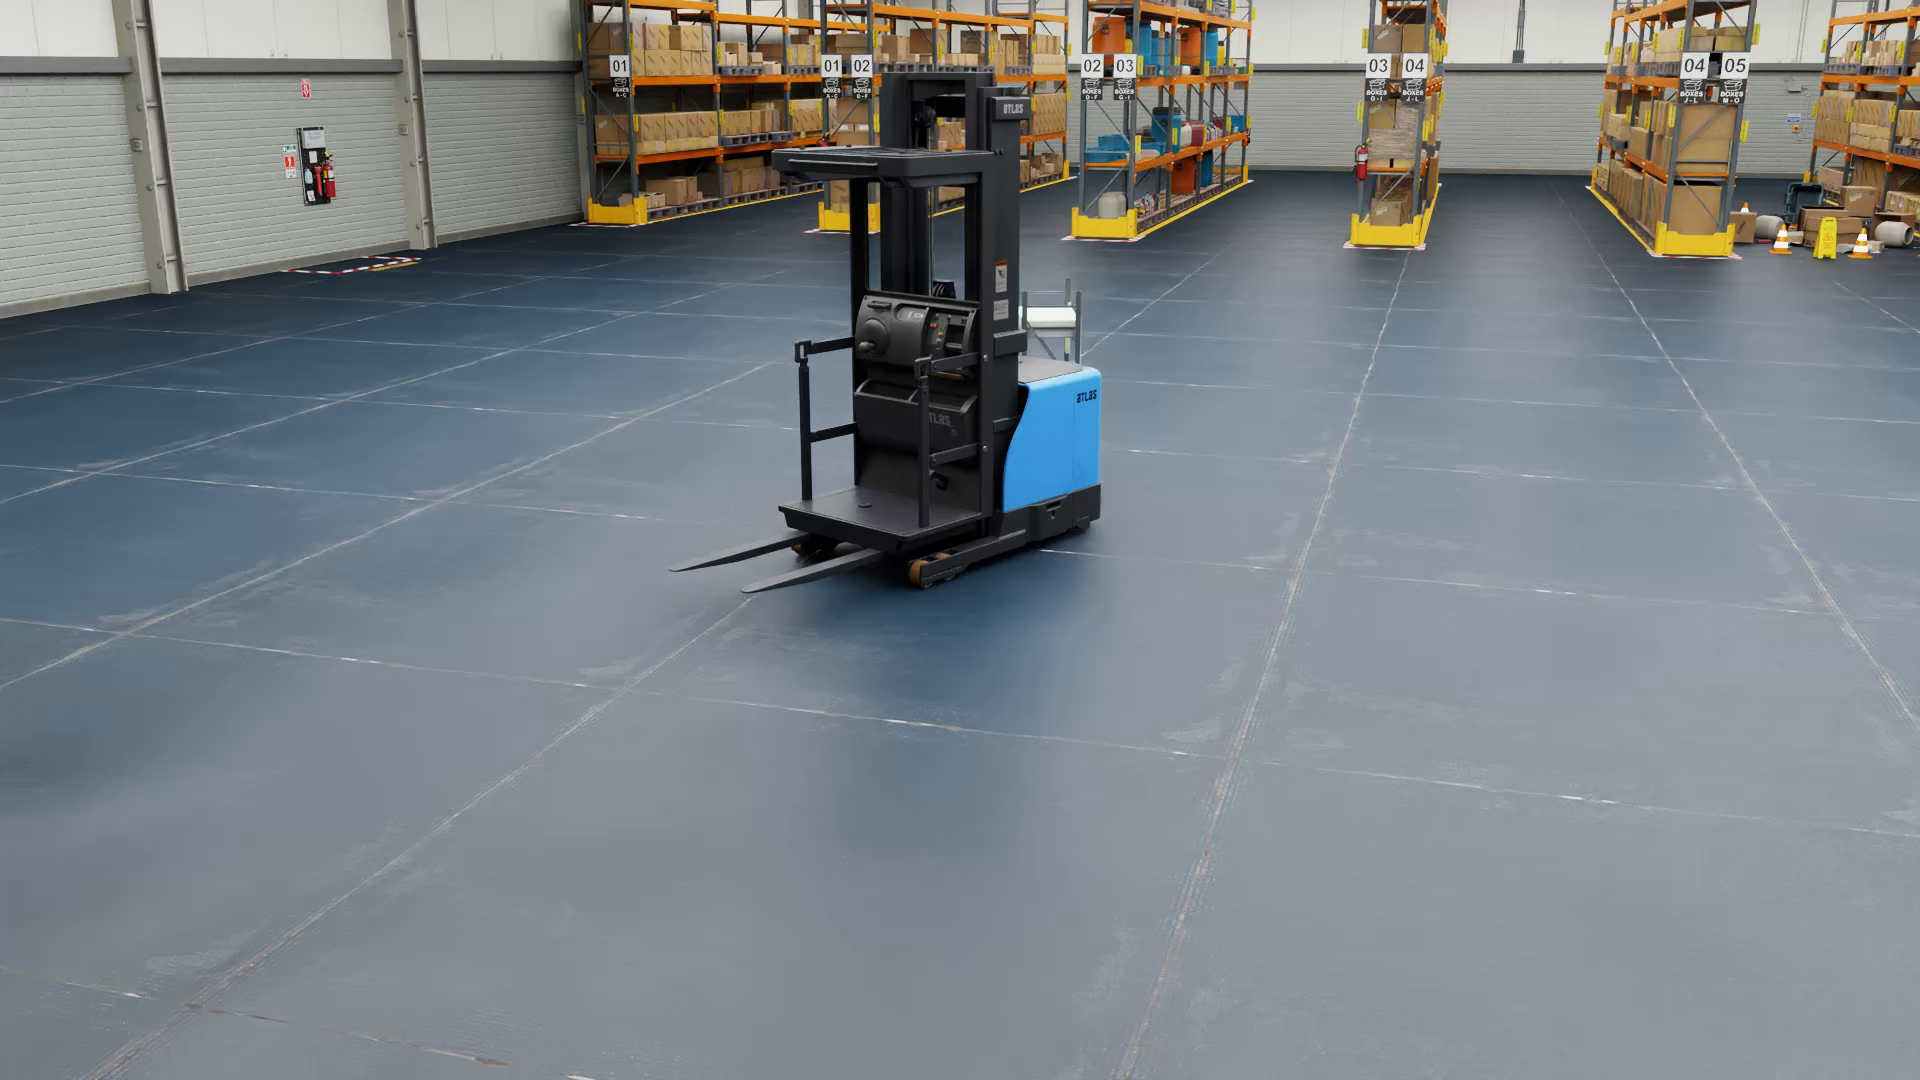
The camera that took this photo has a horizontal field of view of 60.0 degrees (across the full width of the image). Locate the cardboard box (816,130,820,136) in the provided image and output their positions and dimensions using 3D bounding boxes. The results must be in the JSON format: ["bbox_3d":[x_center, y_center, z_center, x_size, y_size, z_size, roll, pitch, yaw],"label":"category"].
[{"bbox_3d":[-3.744,-10.272,41.971,0.380,0.149,0.250,5,17,18],"label":"cardboard box"}]

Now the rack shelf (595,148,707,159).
[{"bbox_3d":[-6.272,-8.057,34.568,0.919,0.052,3.809,5,16,16],"label":"rack shelf"}]

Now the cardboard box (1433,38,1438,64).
[{"bbox_3d":[9.494,-10.016,34.050,0.500,0.500,0.500,5,17,17],"label":"cardboard box"}]

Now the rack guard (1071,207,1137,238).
[{"bbox_3d":[2.635,-5.804,30.377,1.175,0.500,0.348,5,16,16],"label":"rack guard"}]

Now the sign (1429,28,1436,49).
[{"bbox_3d":[7.927,-8.421,27.922,0.100,0.325,0.005,5,16,16],"label":"sign"}]

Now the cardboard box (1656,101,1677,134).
[{"bbox_3d":[12.802,-7.449,29.341,0.875,0.550,0.550,5,16,16],"label":"cardboard box"}]

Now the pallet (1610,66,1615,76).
[{"bbox_3d":[15.266,-10.527,37.294,1.213,0.211,1.003,5,16,16],"label":"pallet"}]

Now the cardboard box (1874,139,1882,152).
[{"bbox_3d":[19.207,-8.139,34.302,0.500,0.250,0.500,5,17,17],"label":"cardboard box"}]

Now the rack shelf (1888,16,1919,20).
[{"bbox_3d":[19.750,-10.864,34.428,0.831,0.071,3.687,5,16,16],"label":"rack shelf"}]

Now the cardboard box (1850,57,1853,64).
[{"bbox_3d":[19.585,-9.111,34.305,1.318,1.699,7.269,5,17,18],"label":"cardboard box"}]

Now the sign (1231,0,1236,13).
[{"bbox_3d":[6.595,-12.865,40.079,0.100,0.325,0.005,5,16,16],"label":"sign"}]

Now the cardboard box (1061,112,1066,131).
[{"bbox_3d":[2.591,-11.464,45.568,0.500,0.500,0.500,5,17,18],"label":"cardboard box"}]

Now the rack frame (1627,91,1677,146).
[{"bbox_3d":[14.407,-8.281,34.529,1.000,3.000,0.127,5,16,16],"label":"rack frame"}]

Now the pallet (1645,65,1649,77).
[{"bbox_3d":[13.960,-9.168,32.505,1.003,0.211,1.213,5,17,18],"label":"pallet"}]

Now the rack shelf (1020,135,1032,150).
[{"bbox_3d":[0.752,-9.639,40.633,1.077,0.370,4.000,5,16,16],"label":"rack shelf"}]

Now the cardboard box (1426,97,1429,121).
[{"bbox_3d":[8.250,-7.787,30.225,0.500,0.500,0.500,5,16,16],"label":"cardboard box"}]

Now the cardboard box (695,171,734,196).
[{"bbox_3d":[-5.510,-8.001,37.316,0.700,0.500,0.500,5,17,18],"label":"cardboard box"}]

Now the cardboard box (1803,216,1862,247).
[{"bbox_3d":[14.980,-5.286,28.543,0.797,0.503,0.637,-7,17,-23],"label":"cardboard box"}]

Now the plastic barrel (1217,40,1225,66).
[{"bbox_3d":[6.004,-11.604,39.632,0.600,0.588,0.600,0,16,0],"label":"plastic barrel"}]

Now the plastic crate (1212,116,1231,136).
[{"bbox_3d":[6.563,-10.397,41.760,0.402,0.464,0.583,5,16,16],"label":"plastic crate"}]

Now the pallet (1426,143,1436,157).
[{"bbox_3d":[8.900,-7.742,32.980,1.003,0.211,1.213,5,16,16],"label":"pallet"}]

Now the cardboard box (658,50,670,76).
[{"bbox_3d":[-6.175,-9.594,33.442,0.500,0.500,0.500,5,17,18],"label":"cardboard box"}]

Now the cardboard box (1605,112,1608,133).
[{"bbox_3d":[15.870,-10.066,40.094,0.500,0.500,0.500,4,16,14],"label":"cardboard box"}]

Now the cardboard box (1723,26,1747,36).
[{"bbox_3d":[12.534,-8.207,26.816,0.380,0.149,0.250,5,17,16],"label":"cardboard box"}]

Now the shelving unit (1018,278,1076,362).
[{"bbox_3d":[0.610,-1.067,11.842,0.431,1.500,0.748,-1,16,-2],"label":"shelving unit"}]

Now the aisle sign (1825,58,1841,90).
[{"bbox_3d":[21.198,-11.309,40.439,0.394,0.787,0.004,5,16,16],"label":"aisle sign"}]

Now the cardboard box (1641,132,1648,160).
[{"bbox_3d":[13.162,-7.440,31.380,0.500,0.500,0.500,5,16,16],"label":"cardboard box"}]

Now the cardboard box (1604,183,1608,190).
[{"bbox_3d":[15.329,-8.287,39.005,0.380,0.149,0.250,5,17,17],"label":"cardboard box"}]

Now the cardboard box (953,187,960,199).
[{"bbox_3d":[-0.310,-7.650,36.572,0.500,0.250,0.500,4,16,14],"label":"cardboard box"}]

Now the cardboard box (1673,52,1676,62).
[{"bbox_3d":[12.048,-8.007,27.572,0.380,0.149,0.250,5,17,17],"label":"cardboard box"}]

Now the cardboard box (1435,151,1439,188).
[{"bbox_3d":[10.654,-8.750,39.304,1.225,0.875,0.875,5,16,16],"label":"cardboard box"}]

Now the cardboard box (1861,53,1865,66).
[{"bbox_3d":[19.841,-10.447,36.144,0.396,0.266,0.258,4,16,15],"label":"cardboard box"}]

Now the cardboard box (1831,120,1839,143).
[{"bbox_3d":[20.475,-9.427,38.386,0.500,0.500,0.500,4,16,15],"label":"cardboard box"}]

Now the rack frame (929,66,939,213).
[{"bbox_3d":[-0.953,-8.415,35.000,1.000,3.000,0.127,5,16,16],"label":"rack frame"}]

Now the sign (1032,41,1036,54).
[{"bbox_3d":[1.853,-12.347,41.697,0.100,0.325,0.005,5,16,16],"label":"sign"}]

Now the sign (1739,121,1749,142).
[{"bbox_3d":[12.664,-6.598,26.864,0.100,0.325,0.005,5,16,16],"label":"sign"}]

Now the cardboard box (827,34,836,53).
[{"bbox_3d":[-3.455,-13.074,43.876,0.500,0.500,0.500,4,16,15],"label":"cardboard box"}]

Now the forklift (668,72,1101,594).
[{"bbox_3d":[-0.410,-1.282,9.977,1.130,2.935,3.031,13,21,39],"label":"forklift"}]

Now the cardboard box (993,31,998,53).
[{"bbox_3d":[0.603,-11.814,39.472,0.500,0.500,0.500,5,16,16],"label":"cardboard box"}]

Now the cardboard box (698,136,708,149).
[{"bbox_3d":[-5.697,-8.458,35.392,0.500,0.250,0.500,5,17,16],"label":"cardboard box"}]

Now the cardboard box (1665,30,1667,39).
[{"bbox_3d":[12.553,-8.855,29.101,0.380,0.149,0.250,5,17,16],"label":"cardboard box"}]

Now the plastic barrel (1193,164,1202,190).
[{"bbox_3d":[5.375,-8.543,39.102,0.600,0.588,0.708,5,16,16],"label":"plastic barrel"}]

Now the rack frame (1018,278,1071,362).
[{"bbox_3d":[0.596,-1.166,12.190,0.400,1.500,0.023,-1,16,-2],"label":"rack frame"}]

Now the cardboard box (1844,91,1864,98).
[{"bbox_3d":[20.451,-10.178,38.011,0.380,0.149,0.250,4,16,15],"label":"cardboard box"}]

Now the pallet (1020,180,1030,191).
[{"bbox_3d":[1.125,-8.951,41.999,1.003,0.211,1.213,5,16,16],"label":"pallet"}]

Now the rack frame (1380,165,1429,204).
[{"bbox_3d":[9.680,-8.692,35.978,1.000,3.000,0.127,5,16,16],"label":"rack frame"}]

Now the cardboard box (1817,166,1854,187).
[{"bbox_3d":[21.364,-8.806,40.304,0.875,0.438,0.875,4,16,14],"label":"cardboard box"}]

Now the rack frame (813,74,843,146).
[{"bbox_3d":[-3.427,-10.891,43.729,0.949,2.616,0.053,5,16,16],"label":"rack frame"}]

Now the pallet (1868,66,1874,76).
[{"bbox_3d":[20.105,-10.078,35.716,0.805,0.209,1.217,4,16,14],"label":"pallet"}]

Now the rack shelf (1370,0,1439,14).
[{"bbox_3d":[7.975,-9.661,29.724,1.077,0.370,4.000,5,16,16],"label":"rack shelf"}]

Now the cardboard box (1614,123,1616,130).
[{"bbox_3d":[14.475,-9.008,36.236,0.380,0.149,0.250,5,17,17],"label":"cardboard box"}]
